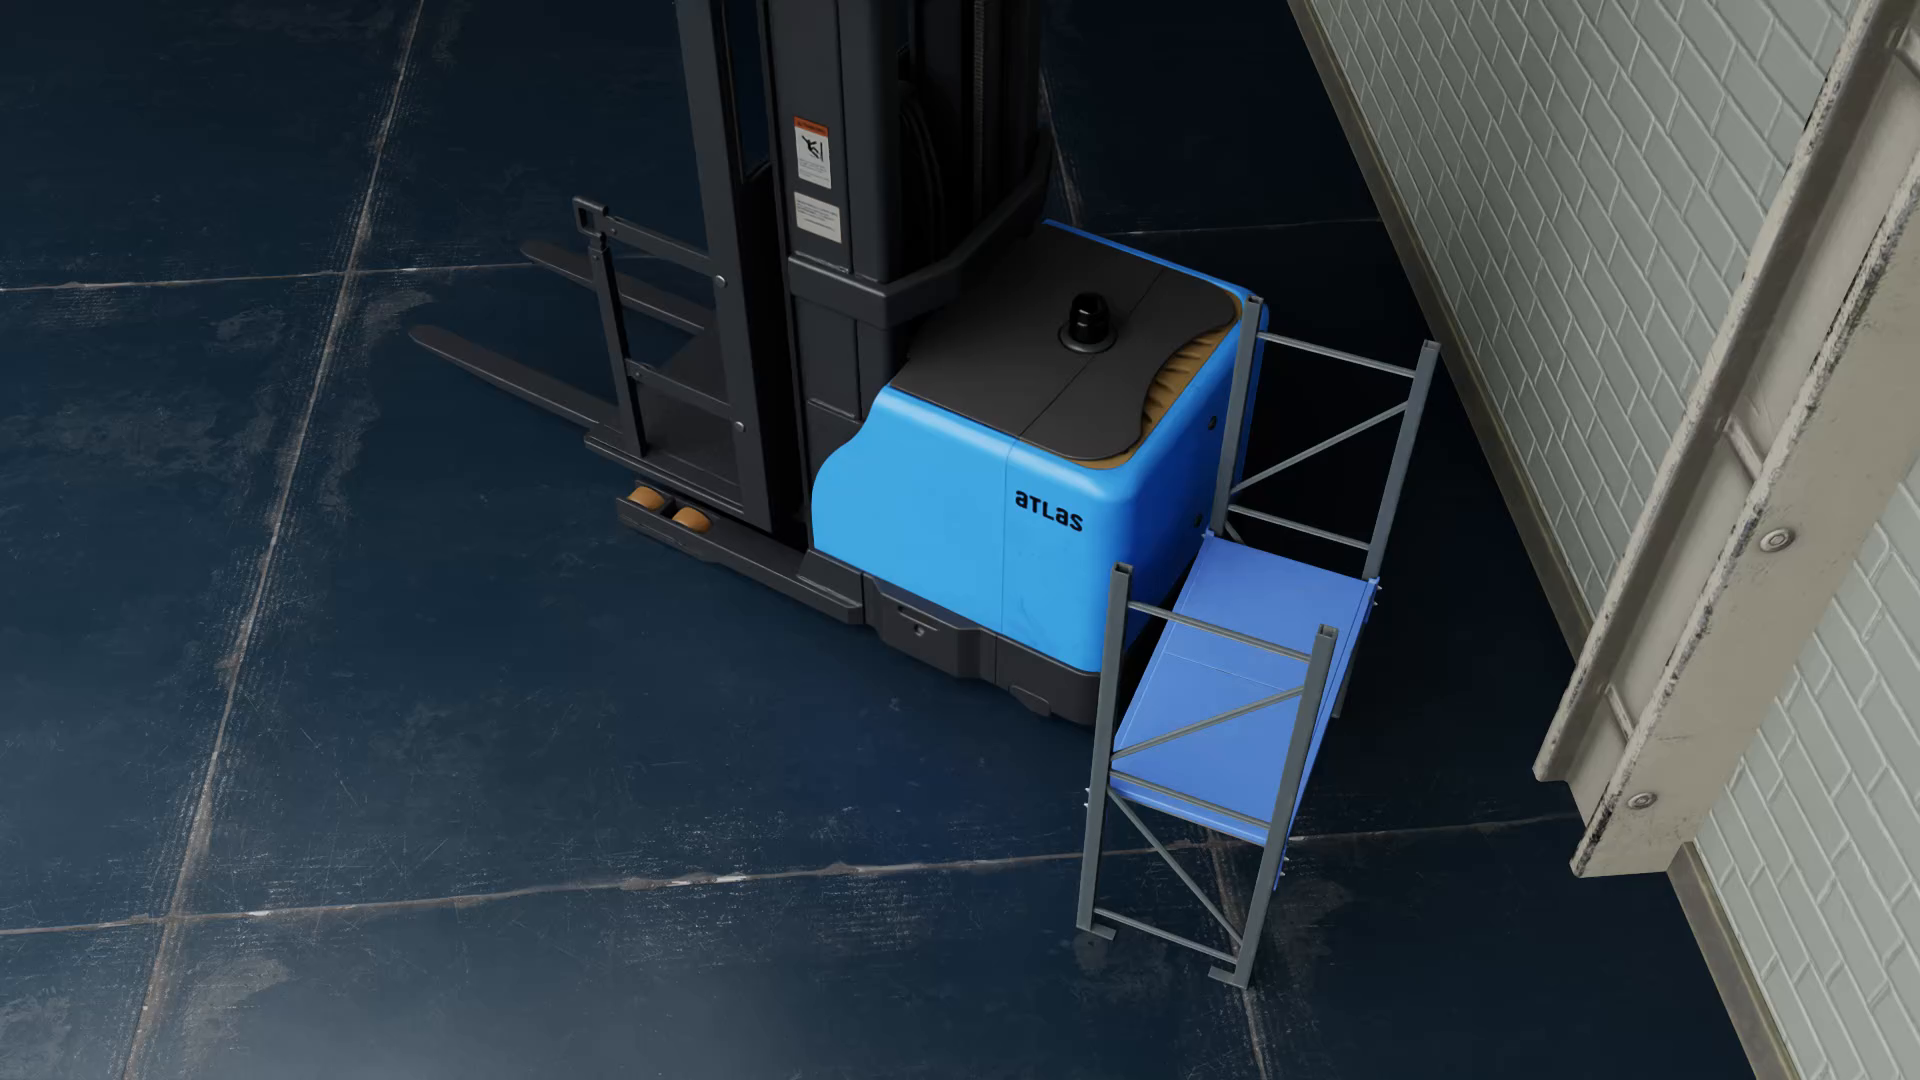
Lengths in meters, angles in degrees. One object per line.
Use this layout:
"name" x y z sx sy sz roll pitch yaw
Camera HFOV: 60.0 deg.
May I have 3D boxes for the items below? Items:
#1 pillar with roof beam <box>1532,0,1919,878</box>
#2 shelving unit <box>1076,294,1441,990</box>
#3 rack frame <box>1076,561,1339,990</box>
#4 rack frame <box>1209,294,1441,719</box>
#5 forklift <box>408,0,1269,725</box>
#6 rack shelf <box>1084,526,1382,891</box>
"pillar with roof beam" -2.368 -2.007 1.452 9.100 9.000 0.400 -3 47 -3
"shelving unit" 0.765 0.303 4.430 0.538 1.500 1.048 17 49 16
"rack frame" 0.565 0.642 4.109 0.500 1.500 0.032 17 49 16
"rack frame" 0.966 -0.036 4.751 0.500 1.500 0.032 17 49 16
"forklift" -0.585 -1.257 4.922 3.031 2.935 1.130 24 51 21
"rack shelf" 0.765 0.427 4.560 0.538 0.185 1.000 17 49 16
